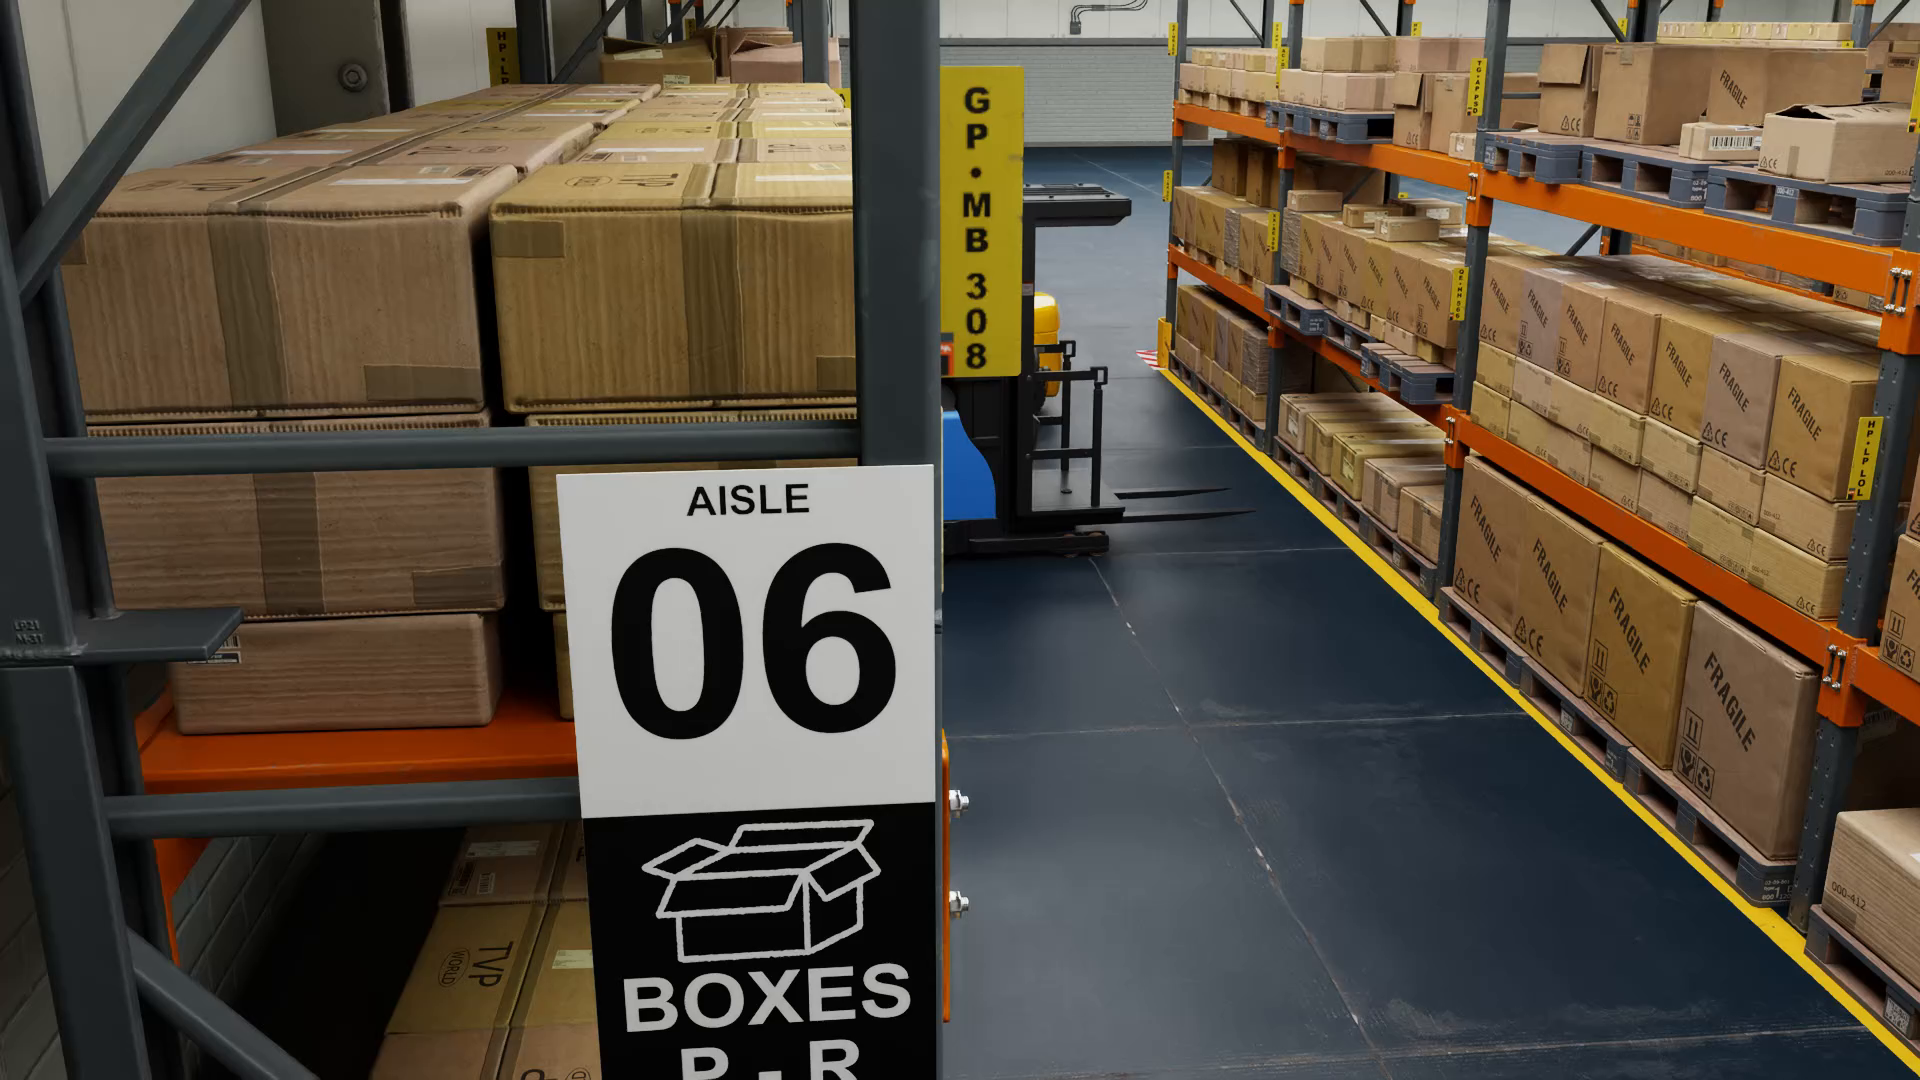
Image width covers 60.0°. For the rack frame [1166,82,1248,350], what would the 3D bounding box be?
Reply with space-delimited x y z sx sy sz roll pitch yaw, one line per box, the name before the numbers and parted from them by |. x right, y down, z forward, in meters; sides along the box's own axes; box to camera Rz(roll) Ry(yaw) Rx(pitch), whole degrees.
rack frame | 2.763 -3.390 17.968 1.000 3.000 0.127 -2 18 -6

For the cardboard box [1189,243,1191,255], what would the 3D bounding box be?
cardboard box | 2.579 -3.007 17.165 0.380 0.149 0.250 -2 18 -7

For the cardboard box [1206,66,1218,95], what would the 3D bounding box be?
cardboard box | 2.670 -4.430 16.027 0.500 0.250 0.500 -1 17 -4

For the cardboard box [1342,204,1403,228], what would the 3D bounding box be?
cardboard box | 3.087 -2.427 12.451 0.380 0.149 0.250 -1 17 -3

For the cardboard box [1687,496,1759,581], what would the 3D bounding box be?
cardboard box | 3.653 -0.021 7.487 0.500 0.250 0.500 -2 18 -6

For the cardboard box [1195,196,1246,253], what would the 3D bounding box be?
cardboard box | 2.647 -3.124 16.457 0.500 0.500 0.500 -2 18 -7

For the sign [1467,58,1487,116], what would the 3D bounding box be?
sign | 3.049 -2.668 9.798 0.100 0.325 0.005 -2 18 -6

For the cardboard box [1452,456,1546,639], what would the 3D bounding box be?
cardboard box | 3.577 0.015 9.968 0.875 0.875 0.875 -2 18 -6

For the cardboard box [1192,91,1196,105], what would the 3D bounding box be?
cardboard box | 2.591 -4.517 16.970 0.380 0.149 0.250 -2 18 -7

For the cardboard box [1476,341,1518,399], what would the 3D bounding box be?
cardboard box | 3.395 -1.015 9.819 0.500 0.250 0.500 -2 18 -6

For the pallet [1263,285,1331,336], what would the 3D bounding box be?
pallet | 3.110 -1.875 13.461 1.003 0.211 1.213 -2 18 -6

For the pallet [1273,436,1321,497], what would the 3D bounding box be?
pallet | 3.258 -0.636 13.851 1.003 0.211 1.213 -2 18 -6

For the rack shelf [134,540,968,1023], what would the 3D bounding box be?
rack shelf | -0.730 -0.153 3.849 1.077 0.370 4.000 -2 18 -6

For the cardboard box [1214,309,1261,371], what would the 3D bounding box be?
cardboard box | 2.740 -1.916 15.911 0.500 0.500 0.500 -1 17 -3

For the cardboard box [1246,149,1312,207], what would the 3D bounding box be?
cardboard box | 3.146 -3.459 15.854 0.700 0.500 0.500 -2 18 -6

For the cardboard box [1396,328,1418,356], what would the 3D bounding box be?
cardboard box | 3.150 -1.329 11.121 0.380 0.149 0.250 -2 18 -6

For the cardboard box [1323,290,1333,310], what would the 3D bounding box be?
cardboard box | 3.026 -1.870 12.844 0.380 0.149 0.250 -2 17 -5

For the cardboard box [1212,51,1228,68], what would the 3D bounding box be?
cardboard box | 2.622 -4.591 15.872 0.380 0.149 0.250 -1 17 -4

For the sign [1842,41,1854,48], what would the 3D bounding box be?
sign | 7.537 -4.080 14.161 0.100 0.325 0.005 -2 18 -6

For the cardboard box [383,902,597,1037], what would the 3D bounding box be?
cardboard box | -0.933 1.031 3.641 0.500 0.250 0.500 -1 17 -4

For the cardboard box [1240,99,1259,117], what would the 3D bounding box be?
cardboard box | 2.748 -3.902 15.008 0.380 0.149 0.250 -1 17 -4

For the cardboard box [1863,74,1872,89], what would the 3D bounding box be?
cardboard box | 7.733 -4.040 14.580 0.380 0.149 0.250 -2 18 -6

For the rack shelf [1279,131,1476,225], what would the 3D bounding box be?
rack shelf | 3.382 -2.691 11.933 1.077 0.370 4.000 -2 18 -6

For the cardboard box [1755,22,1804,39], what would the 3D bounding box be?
cardboard box | 7.629 -4.722 15.424 0.380 0.149 0.250 -2 18 -5

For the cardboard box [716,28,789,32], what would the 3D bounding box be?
cardboard box | -1.857 -4.356 14.997 0.797 0.503 0.637 -1 17 -4

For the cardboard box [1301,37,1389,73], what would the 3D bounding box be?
cardboard box | 2.899 -3.662 12.542 0.500 0.250 0.500 -2 18 -7

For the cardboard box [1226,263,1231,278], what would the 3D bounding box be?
cardboard box | 2.735 -2.545 15.695 0.380 0.149 0.250 -2 18 -7

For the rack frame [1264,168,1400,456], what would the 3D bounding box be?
rack frame | 3.176 -2.199 14.172 1.000 3.000 0.127 -2 18 -6

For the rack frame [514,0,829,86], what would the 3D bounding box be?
rack frame | -0.936 -2.523 5.190 1.000 3.000 0.127 -2 18 -6

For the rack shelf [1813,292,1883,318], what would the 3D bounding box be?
rack shelf | 8.295 -1.443 12.965 1.077 0.370 4.000 -2 18 -6

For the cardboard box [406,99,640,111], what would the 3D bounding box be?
cardboard box | -1.046 -0.939 4.072 0.500 0.250 0.500 -2 18 -6

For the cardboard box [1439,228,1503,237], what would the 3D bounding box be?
cardboard box | 3.606 -2.000 12.176 0.500 0.500 0.500 -2 18 -8

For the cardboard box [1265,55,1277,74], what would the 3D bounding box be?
cardboard box | 2.823 -4.053 14.160 0.380 0.149 0.250 -2 18 -7

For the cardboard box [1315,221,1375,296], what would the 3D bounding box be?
cardboard box | 3.029 -2.143 12.631 0.500 0.500 0.500 -2 18 -6

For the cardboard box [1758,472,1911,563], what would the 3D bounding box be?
cardboard box | 3.714 -0.106 6.922 0.500 0.250 0.500 -2 18 -6

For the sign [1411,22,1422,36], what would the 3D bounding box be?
sign | 3.728 -4.083 13.645 0.100 0.325 0.005 -2 18 -6

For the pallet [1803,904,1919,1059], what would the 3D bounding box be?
pallet | 4.002 1.744 6.269 1.003 0.211 1.213 -2 18 -6

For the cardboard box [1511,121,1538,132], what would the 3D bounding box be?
cardboard box | 3.699 -2.549 10.505 0.396 0.266 0.258 -2 18 -6

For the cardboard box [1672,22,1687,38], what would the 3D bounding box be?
cardboard box | 7.471 -5.178 16.874 0.380 0.149 0.250 -2 17 -5

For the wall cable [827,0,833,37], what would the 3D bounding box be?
wall cable | -5.081 -14.238 47.689 3.097 2.526 0.112 -2 18 -6

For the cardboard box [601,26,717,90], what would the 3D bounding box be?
cardboard box | -1.036 -1.649 5.776 0.396 0.266 0.258 -2 18 -6

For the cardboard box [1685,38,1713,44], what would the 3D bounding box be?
cardboard box | 7.577 -4.870 16.558 0.500 0.250 0.500 -2 18 -6

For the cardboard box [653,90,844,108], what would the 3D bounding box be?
cardboard box | -0.583 -1.107 4.606 0.500 0.250 0.500 -2 18 -7

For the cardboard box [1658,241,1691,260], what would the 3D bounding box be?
cardboard box | 7.771 -3.202 17.118 0.875 0.550 0.550 -2 18 -6

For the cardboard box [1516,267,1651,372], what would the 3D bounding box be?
cardboard box | 3.457 -1.230 9.250 0.500 0.500 0.500 -2 18 -5

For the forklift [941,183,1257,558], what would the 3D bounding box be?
forklift | 0.615 -1.428 11.832 3.031 2.935 1.130 -3 18 -9

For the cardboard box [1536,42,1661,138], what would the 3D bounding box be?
cardboard box | 3.777 -2.580 9.506 0.797 0.503 0.637 -3 18 -9

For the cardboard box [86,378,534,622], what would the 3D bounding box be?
cardboard box | -0.840 -0.095 2.216 0.500 0.250 0.500 -2 18 -7

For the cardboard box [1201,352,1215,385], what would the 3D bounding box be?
cardboard box | 2.685 -1.715 16.523 0.500 0.250 0.500 -1 17 -2

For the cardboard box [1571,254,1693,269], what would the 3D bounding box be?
cardboard box | 3.902 -1.386 9.747 0.500 0.500 0.500 -2 18 -7

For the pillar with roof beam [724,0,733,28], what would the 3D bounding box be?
pillar with roof beam | -1.192 -13.146 39.028 9.100 9.000 0.400 -2 18 -6
